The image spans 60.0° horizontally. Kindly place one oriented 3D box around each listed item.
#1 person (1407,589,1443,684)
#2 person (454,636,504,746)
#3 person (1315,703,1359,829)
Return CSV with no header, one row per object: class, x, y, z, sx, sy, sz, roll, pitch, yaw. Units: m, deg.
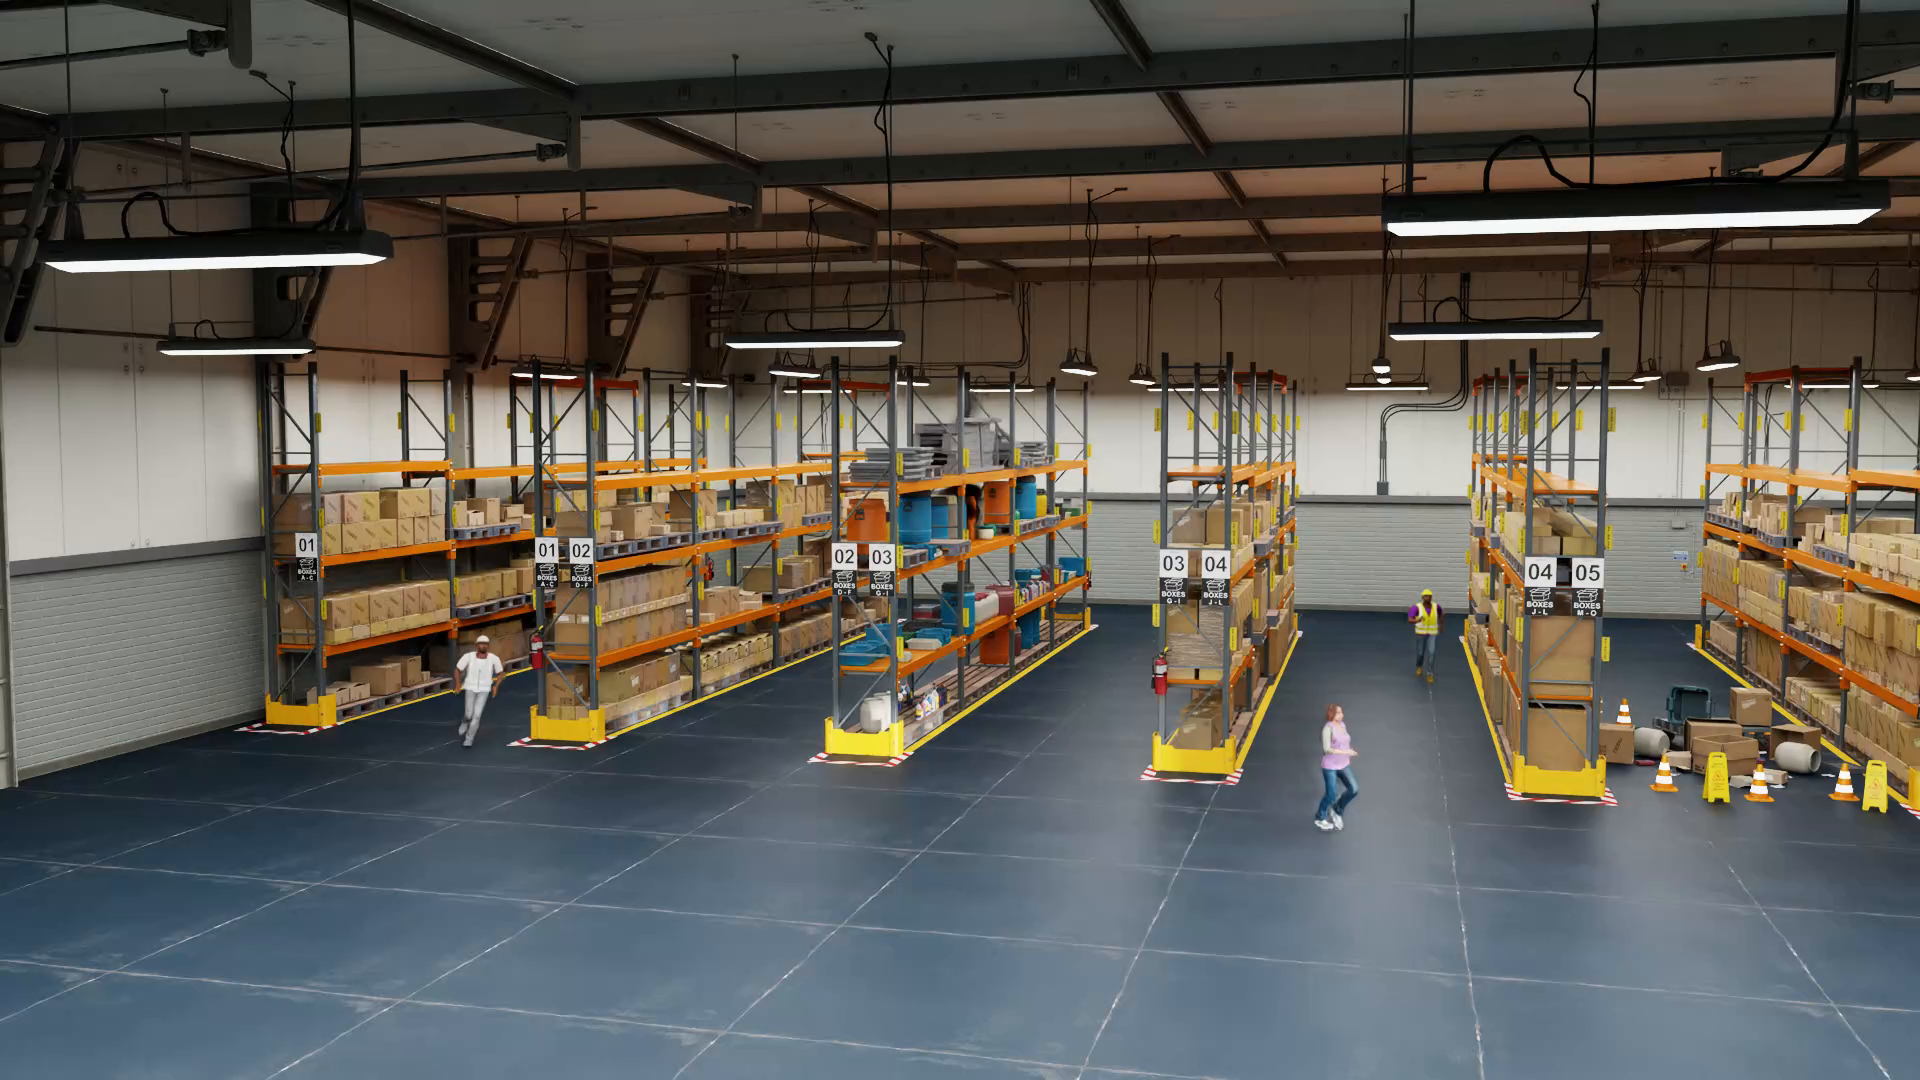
person,9.009,1.827,32.184,0.712,1.773,0.937,1,4,7
person,-7.488,2.334,25.922,0.741,1.695,0.603,-1,4,-19
person,4.607,2.772,20.288,0.512,1.567,0.630,-3,5,-36
